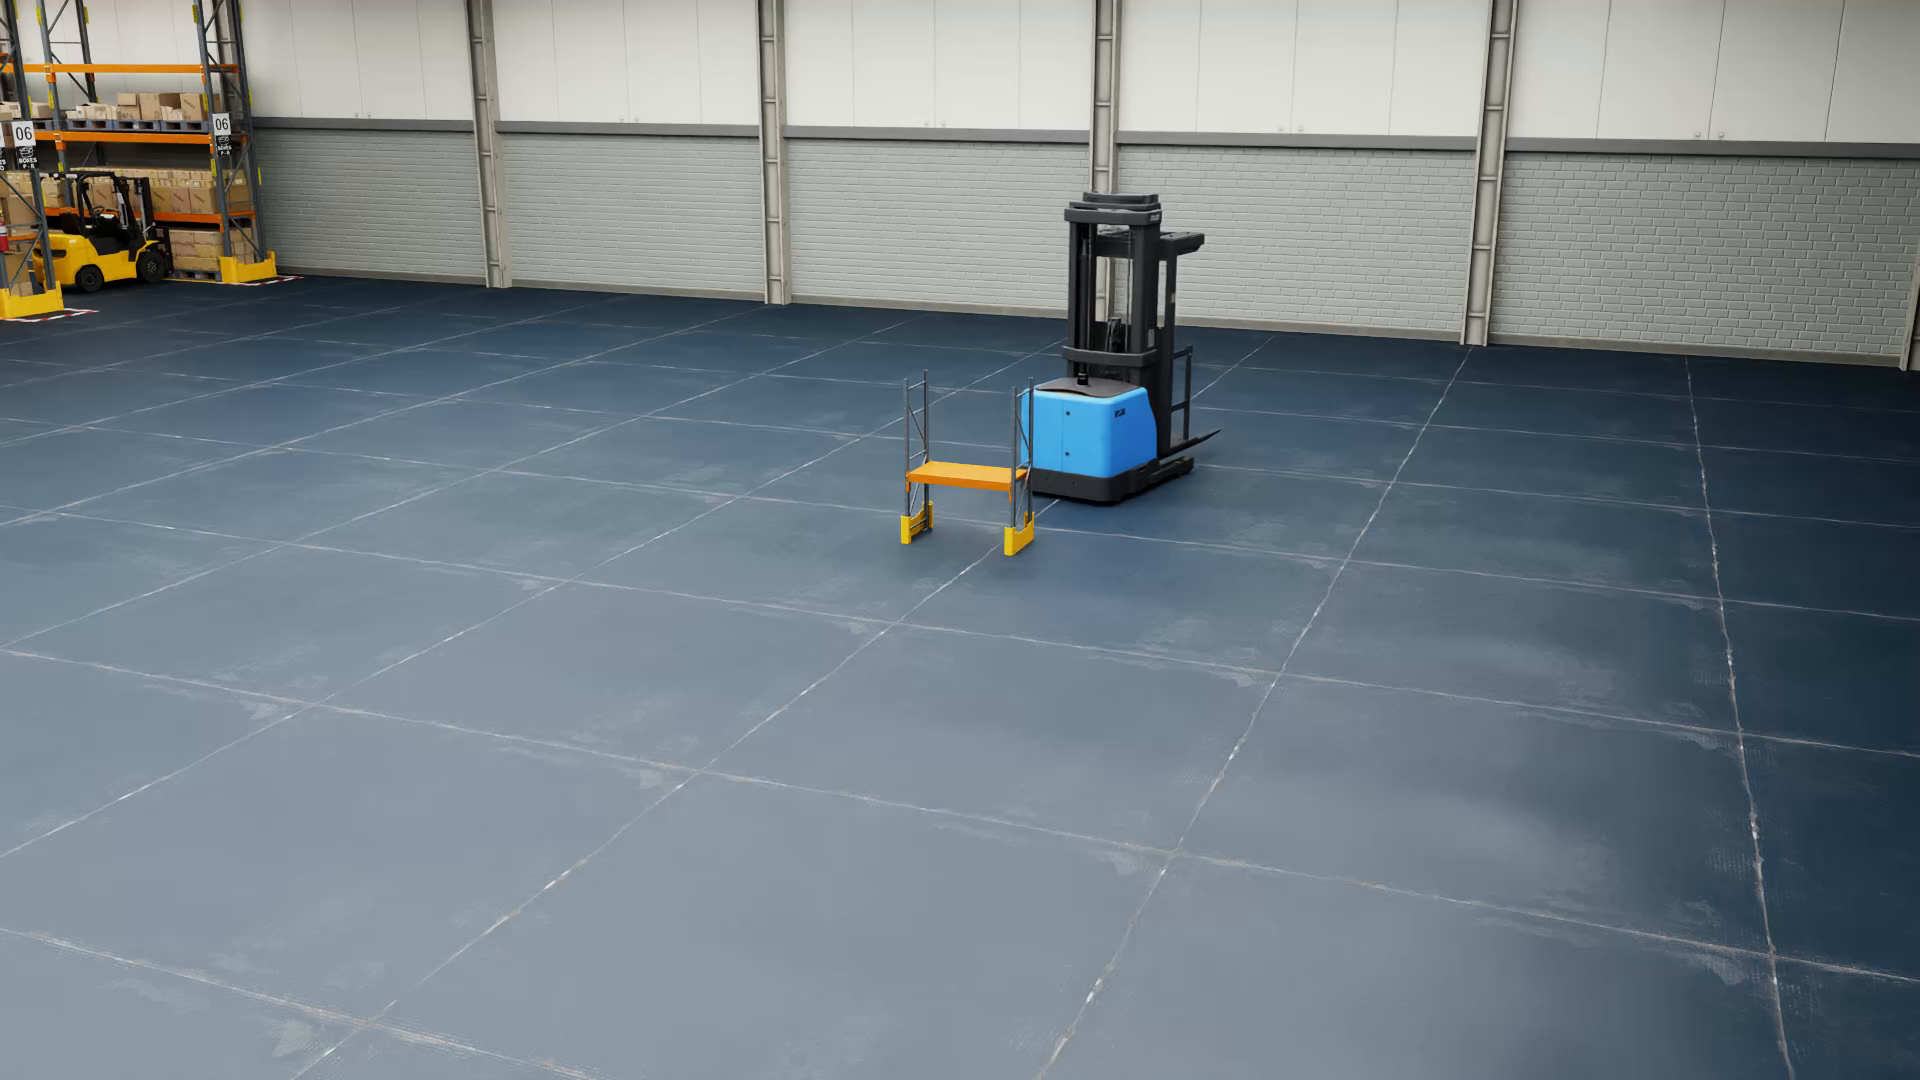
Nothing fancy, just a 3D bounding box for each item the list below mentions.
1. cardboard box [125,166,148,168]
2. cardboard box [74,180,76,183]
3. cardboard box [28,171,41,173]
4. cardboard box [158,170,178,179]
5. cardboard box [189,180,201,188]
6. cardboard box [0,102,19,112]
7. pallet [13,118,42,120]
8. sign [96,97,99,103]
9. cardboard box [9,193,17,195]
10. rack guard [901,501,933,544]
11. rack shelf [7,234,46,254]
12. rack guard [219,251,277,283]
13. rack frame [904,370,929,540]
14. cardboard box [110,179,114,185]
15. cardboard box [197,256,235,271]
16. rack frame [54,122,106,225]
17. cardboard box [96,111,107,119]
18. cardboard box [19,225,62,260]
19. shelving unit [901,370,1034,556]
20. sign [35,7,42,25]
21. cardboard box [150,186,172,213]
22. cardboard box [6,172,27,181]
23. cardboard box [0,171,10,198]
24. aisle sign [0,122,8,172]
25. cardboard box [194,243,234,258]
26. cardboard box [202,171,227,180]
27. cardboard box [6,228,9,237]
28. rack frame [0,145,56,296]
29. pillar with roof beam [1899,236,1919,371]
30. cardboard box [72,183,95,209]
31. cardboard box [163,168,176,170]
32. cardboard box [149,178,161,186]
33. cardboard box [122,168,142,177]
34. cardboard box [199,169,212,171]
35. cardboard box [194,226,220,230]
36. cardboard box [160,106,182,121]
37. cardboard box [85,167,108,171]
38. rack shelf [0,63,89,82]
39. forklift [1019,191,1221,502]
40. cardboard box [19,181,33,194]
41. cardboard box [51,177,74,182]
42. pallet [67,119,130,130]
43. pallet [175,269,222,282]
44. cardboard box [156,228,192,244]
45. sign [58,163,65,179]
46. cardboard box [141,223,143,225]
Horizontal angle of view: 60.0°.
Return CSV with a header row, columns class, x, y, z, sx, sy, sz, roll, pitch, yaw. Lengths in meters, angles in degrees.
class,x,y,z,sx,sy,sz,roll,pitch,yaw
cardboard box,-16.688,-7.498,33.745,0.250,0.149,0.380,6,17,20
cardboard box,-17.621,-7.278,33.521,0.250,0.149,0.380,6,17,20
cardboard box,-19.236,-7.615,34.680,0.250,0.149,0.380,6,17,20
cardboard box,-15.492,-7.174,32.629,0.250,0.149,0.380,7,18,22
cardboard box,-14.774,-6.951,32.394,0.250,0.149,0.380,7,17,22
cardboard box,-19.297,-8.756,33.802,0.500,0.311,0.500,6,17,19
pallet,-19.836,-8.619,34.440,1.213,0.211,1.003,7,18,23
sign,-17.618,-8.890,33.968,0.005,0.325,0.100,6,17,21
cardboard box,-19.306,-7.040,34.312,0.500,0.250,0.500,6,17,21
rack guard,-0.392,-0.163,15.287,0.087,0.250,0.587,6,17,21
rack shelf,-17.778,-5.182,28.933,4.000,0.370,1.077,6,17,21
rack guard,-14.077,-5.407,32.903,0.348,0.500,1.175,6,17,21
rack frame,-0.394,-0.764,15.114,0.032,1.500,0.500,6,17,21
cardboard box,-16.681,-7.161,33.117,0.250,0.149,0.380,6,17,20
cardboard box,-14.653,-5.458,32.772,0.500,0.250,0.500,6,17,21
rack frame,-17.821,-7.020,33.973,0.127,3.000,1.000,6,17,21
cardboard box,-16.800,-8.386,32.817,0.250,0.149,0.380,7,18,22
cardboard box,-19.029,-6.213,34.700,0.625,0.625,0.875,6,17,20
shelving unit,0.071,-0.712,14.938,1.083,1.500,0.587,6,17,21
sign,-18.009,-10.245,32.506,0.005,0.325,0.100,6,17,21
cardboard box,-15.610,-6.748,32.860,0.500,0.500,0.500,6,17,20
cardboard box,-19.419,-7.479,34.214,0.250,0.149,0.380,6,17,21
cardboard box,-16.473,-5.989,27.918,0.500,0.500,0.700,6,17,19
aisle sign,-15.966,-6.490,27.484,0.004,0.787,0.394,6,17,21
cardboard box,-14.667,-5.700,32.711,0.500,0.250,0.500,6,17,20
cardboard box,-14.510,-7.095,32.355,0.250,0.149,0.380,6,17,21
cardboard box,-16.344,-5.185,28.103,0.250,0.149,0.380,7,18,22
rack frame,-15.917,-5.323,28.128,0.127,3.000,1.000,6,17,21
pillar with roof beam,11.911,-5.611,18.361,0.400,9.000,9.100,6,17,21
cardboard box,-17.504,-6.954,33.569,0.500,0.500,0.500,6,17,19
cardboard box,-15.762,-7.368,33.297,0.250,0.149,0.380,6,17,21
cardboard box,-15.727,-7.058,32.761,0.250,0.149,0.380,6,17,21
cardboard box,-16.406,-7.301,33.067,0.250,0.149,0.380,6,17,20
cardboard box,-14.816,-7.261,32.929,0.250,0.149,0.380,7,17,22
cardboard box,-14.943,-6.120,33.260,0.500,0.250,0.500,6,17,21
cardboard box,-15.218,-8.268,32.201,0.258,0.266,0.396,6,17,21
cardboard box,-17.350,-7.414,33.454,0.250,0.149,0.380,7,17,21
rack shelf,-19.681,-9.568,33.997,4.000,0.370,1.077,6,17,21
forklift,1.822,-2.134,17.269,1.130,2.935,3.031,10,19,32
cardboard box,-18.852,-7.222,34.044,0.500,0.250,0.500,6,17,19
cardboard box,-18.220,-7.356,33.790,0.250,0.149,0.380,7,18,23
pallet,-17.018,-8.337,33.290,1.213,0.211,1.003,6,17,21
pallet,-14.826,-5.339,33.184,1.213,0.211,1.003,6,17,21
cardboard box,-15.593,-6.038,32.976,0.500,0.250,0.500,7,17,21
sign,-18.011,-7.396,33.334,0.005,0.325,0.100,6,17,21
cardboard box,-16.815,-6.333,33.993,0.500,0.250,0.500,6,17,20
